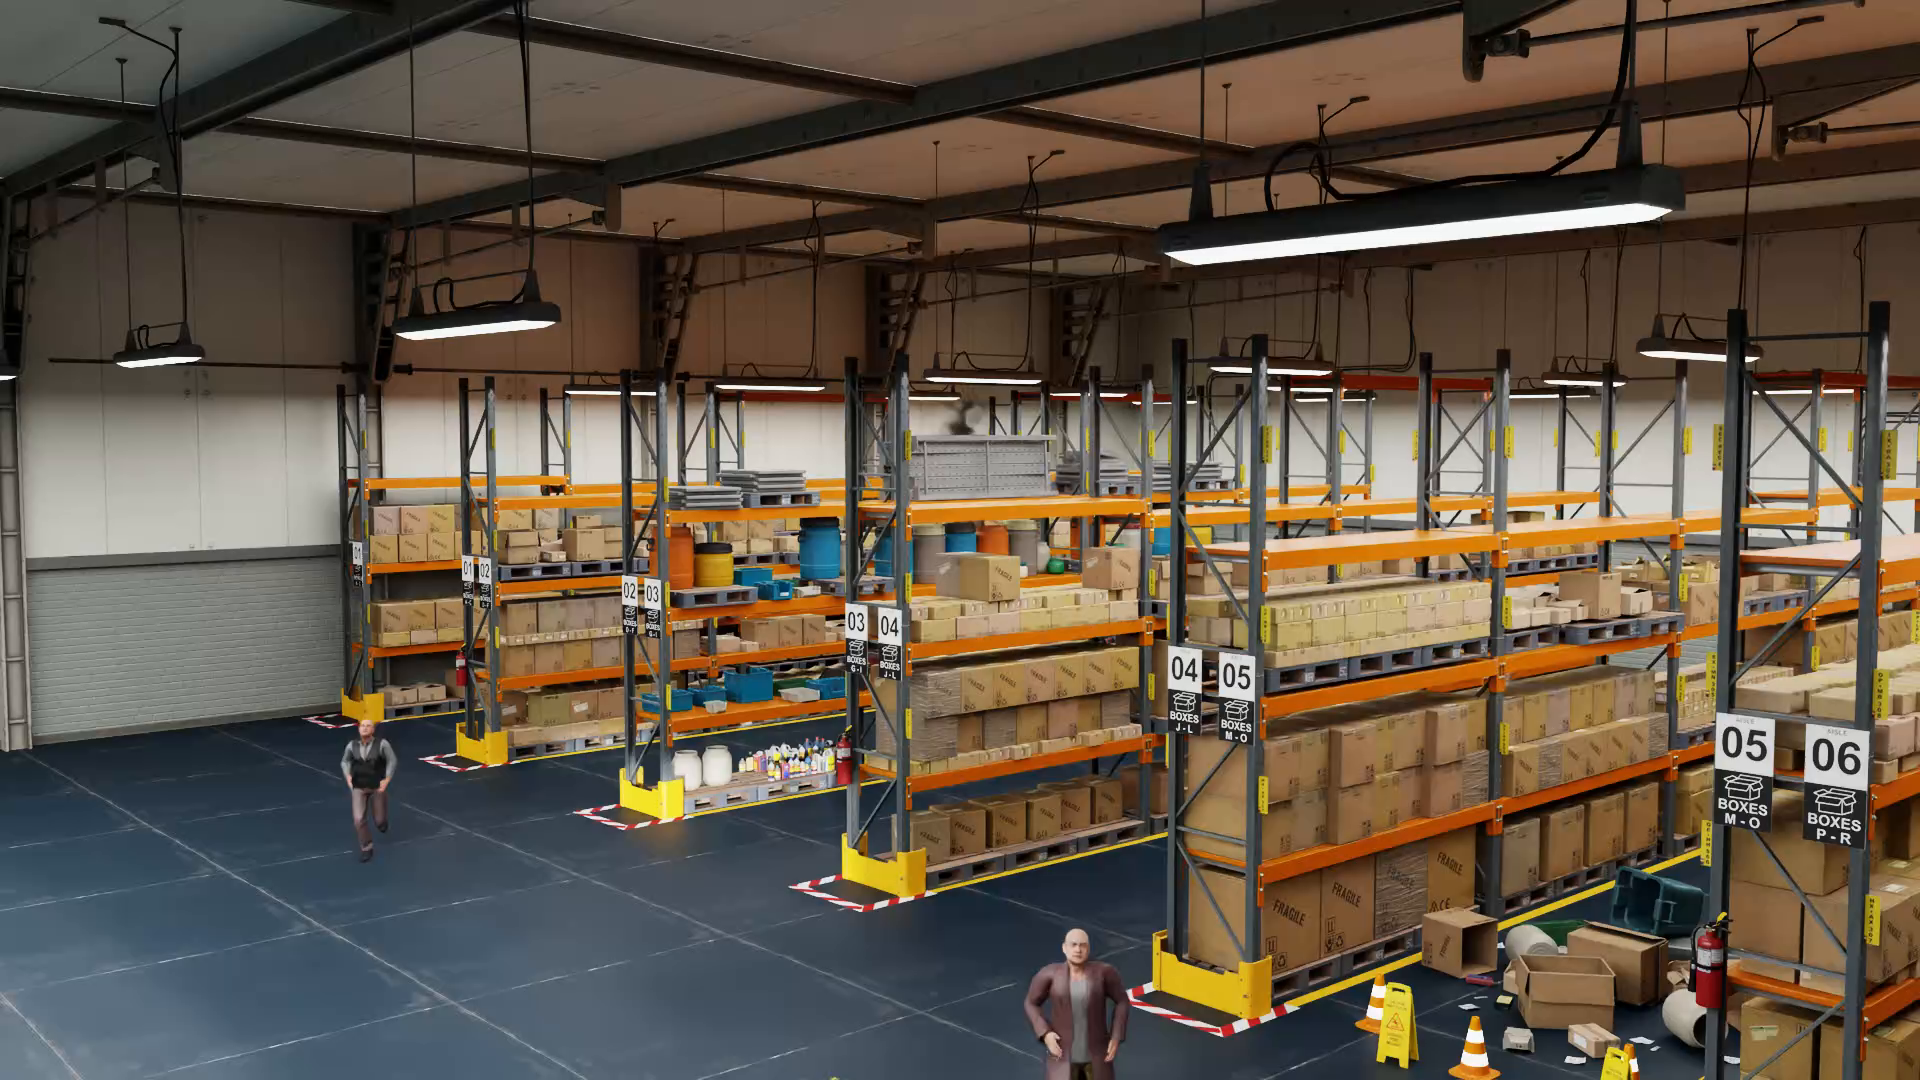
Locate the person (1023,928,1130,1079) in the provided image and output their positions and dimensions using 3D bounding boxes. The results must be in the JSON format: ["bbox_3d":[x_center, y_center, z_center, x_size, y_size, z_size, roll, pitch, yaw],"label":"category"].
[{"bbox_3d":[0.813,3.551,11.565,0.745,1.737,0.678,0,4,-2],"label":"person"}]

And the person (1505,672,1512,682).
[{"bbox_3d":[7.983,2.733,24.330,0.672,1.691,0.679,3,5,41],"label":"person"}]

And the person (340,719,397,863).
[{"bbox_3d":[-7.203,3.013,20.260,0.665,1.686,0.794,-1,4,-13],"label":"person"}]
